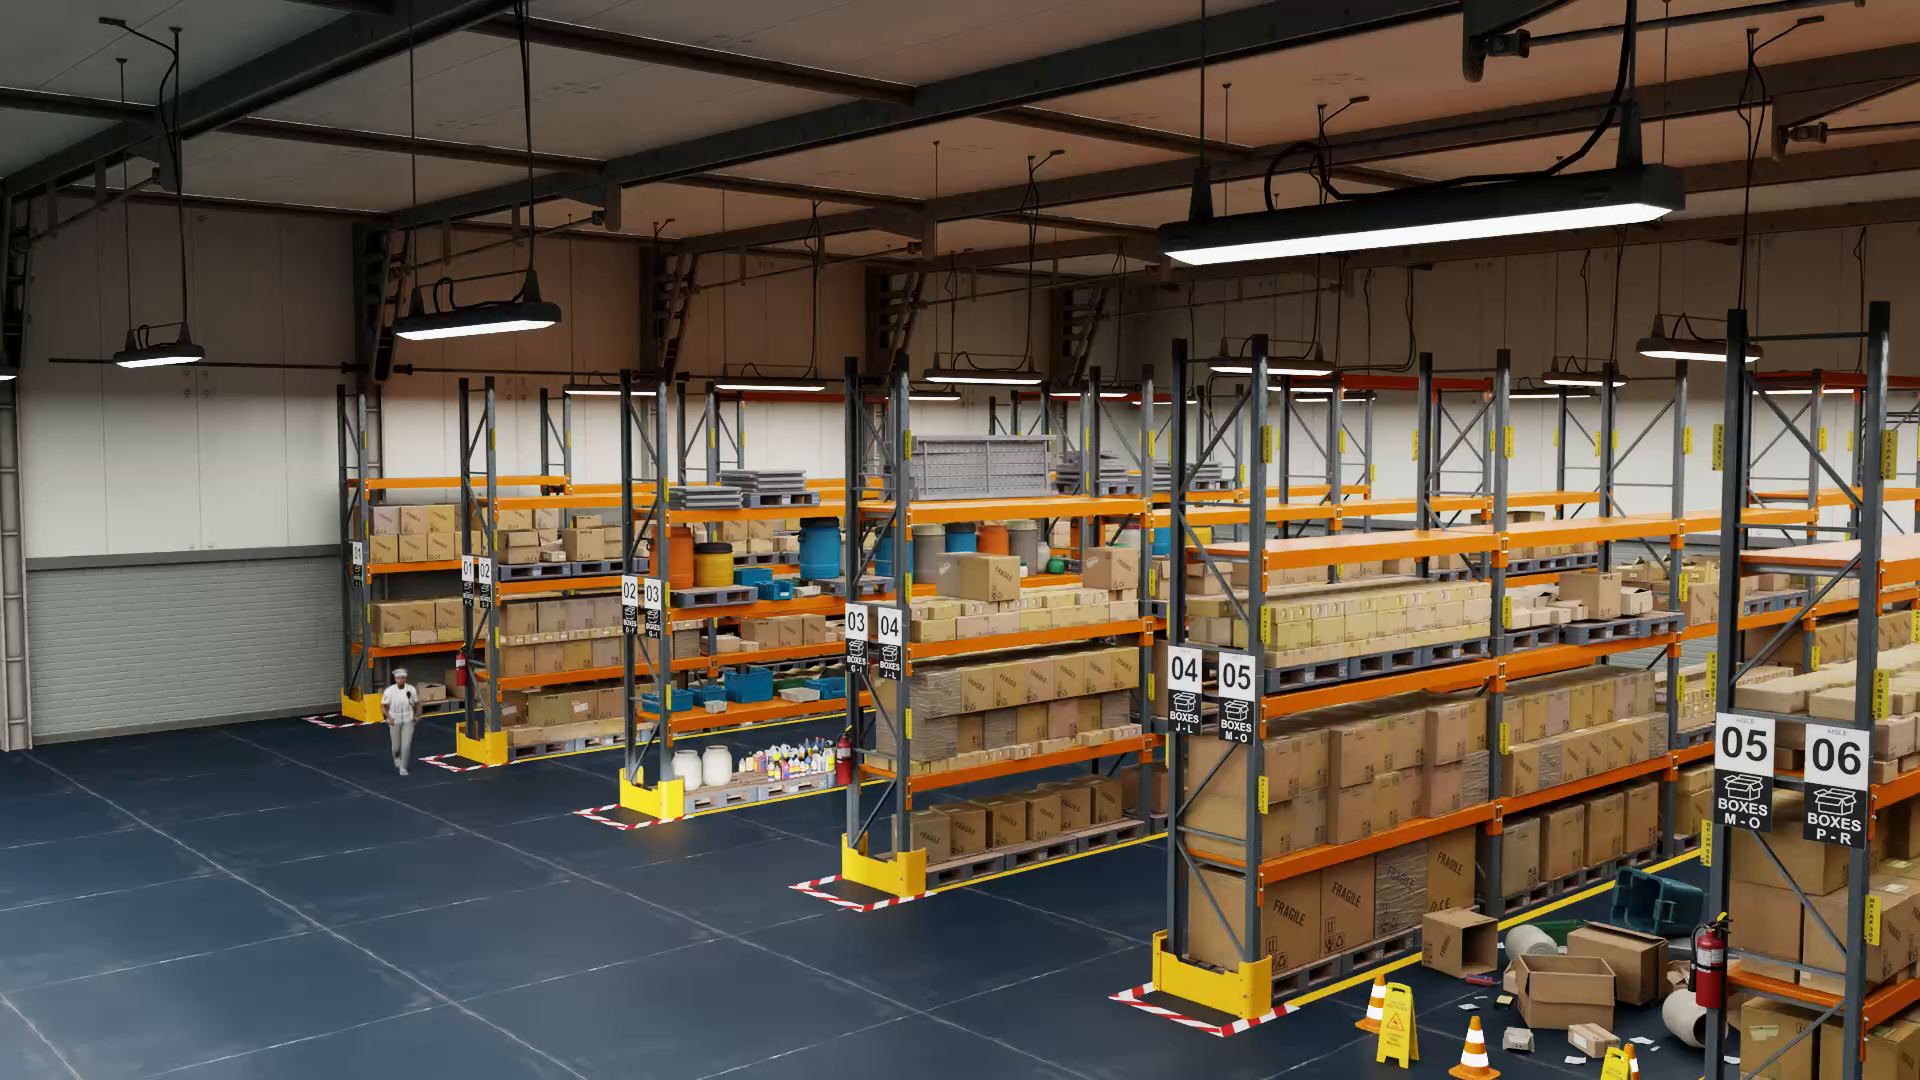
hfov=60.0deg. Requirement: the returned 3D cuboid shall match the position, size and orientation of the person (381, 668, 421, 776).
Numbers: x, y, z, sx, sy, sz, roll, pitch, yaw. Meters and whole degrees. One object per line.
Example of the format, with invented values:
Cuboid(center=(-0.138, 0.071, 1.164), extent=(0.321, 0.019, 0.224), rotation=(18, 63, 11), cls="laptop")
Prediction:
Cuboid(center=(-8.421, 2.719, 25.049), extent=(0.572, 1.627, 0.600), rotation=(-2, 4, -22), cls="person")
